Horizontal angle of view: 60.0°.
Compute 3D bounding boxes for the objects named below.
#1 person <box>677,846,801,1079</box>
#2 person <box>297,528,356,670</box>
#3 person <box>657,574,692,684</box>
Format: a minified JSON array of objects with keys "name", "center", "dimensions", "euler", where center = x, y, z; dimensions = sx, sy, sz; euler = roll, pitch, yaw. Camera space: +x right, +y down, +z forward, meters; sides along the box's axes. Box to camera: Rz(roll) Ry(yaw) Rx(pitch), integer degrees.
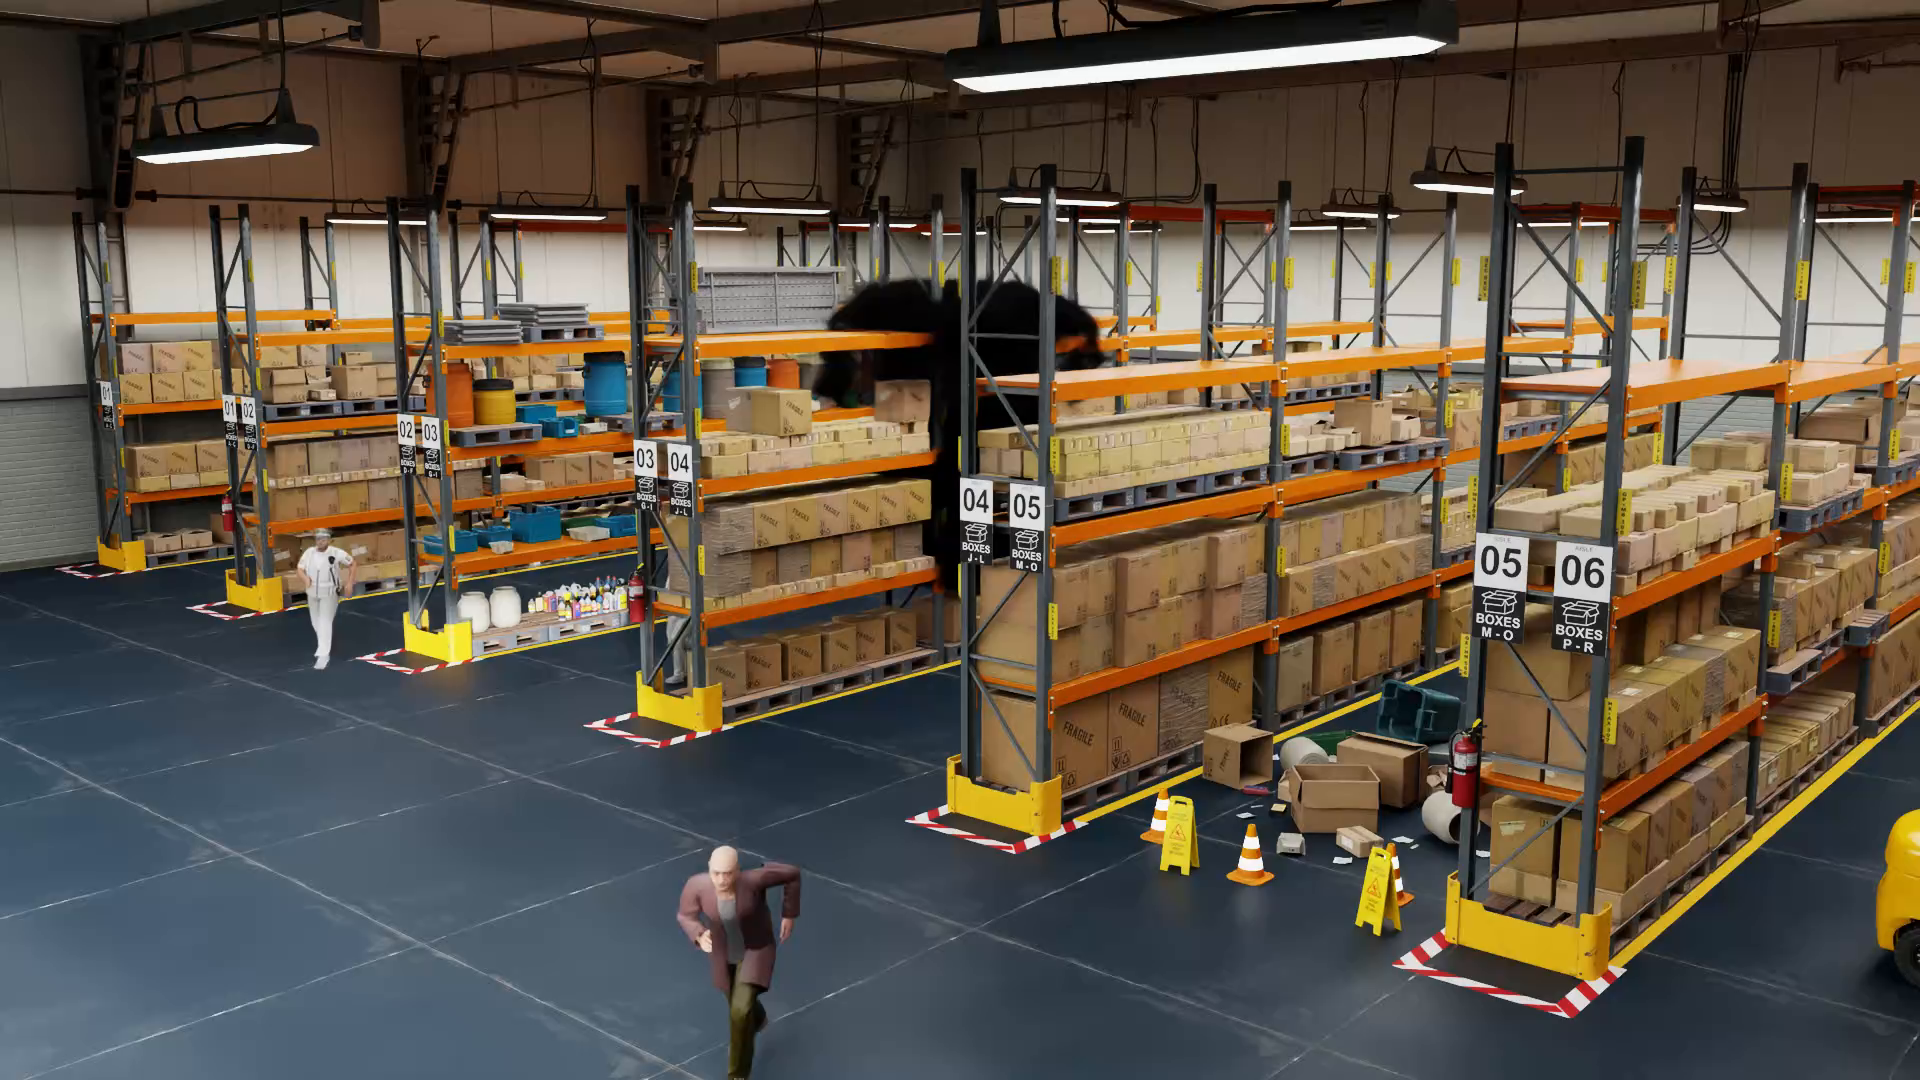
[{"name":"person","center":[-1.364,2.650,10.506],"dimensions":[0.750,1.737,1.072],"euler":[1,10,6]},{"name":"person","center":[-8.239,0.721,21.609],"dimensions":[0.700,1.820,0.855],"euler":[0,9,2]},{"name":"person","center":[-3.422,0.894,20.699],"dimensions":[0.714,1.734,0.793],"euler":[7,12,36]}]
